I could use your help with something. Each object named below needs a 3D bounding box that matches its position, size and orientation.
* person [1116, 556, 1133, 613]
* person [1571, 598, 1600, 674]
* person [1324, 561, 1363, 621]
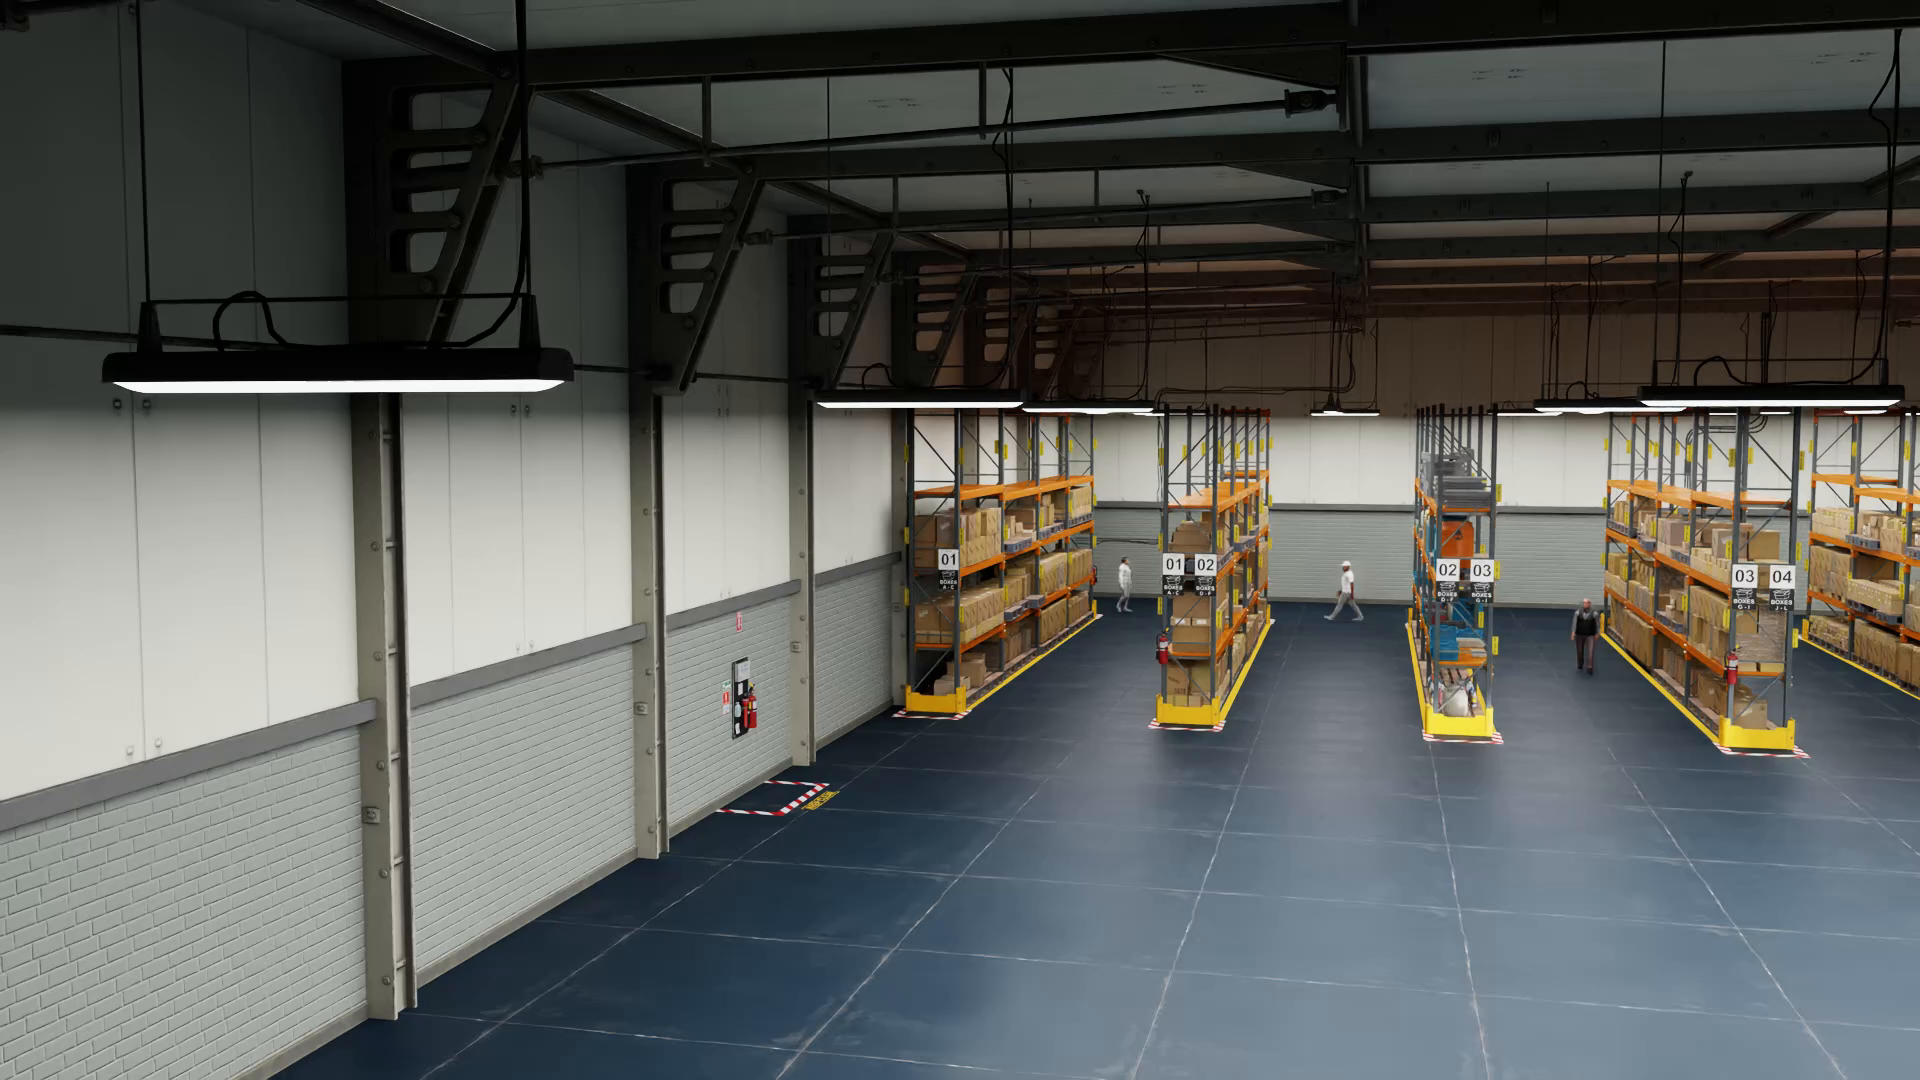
[{"bbox_3d":[4.869,1.306,49.167,0.404,1.692,0.534,3,5,33],"label":"person"},{"bbox_3d":[14.094,2.146,37.450,0.623,1.658,1.069,1,4,16],"label":"person"},{"bbox_3d":[10.826,1.437,46.877,1.102,1.689,0.530,1,4,20],"label":"person"}]
